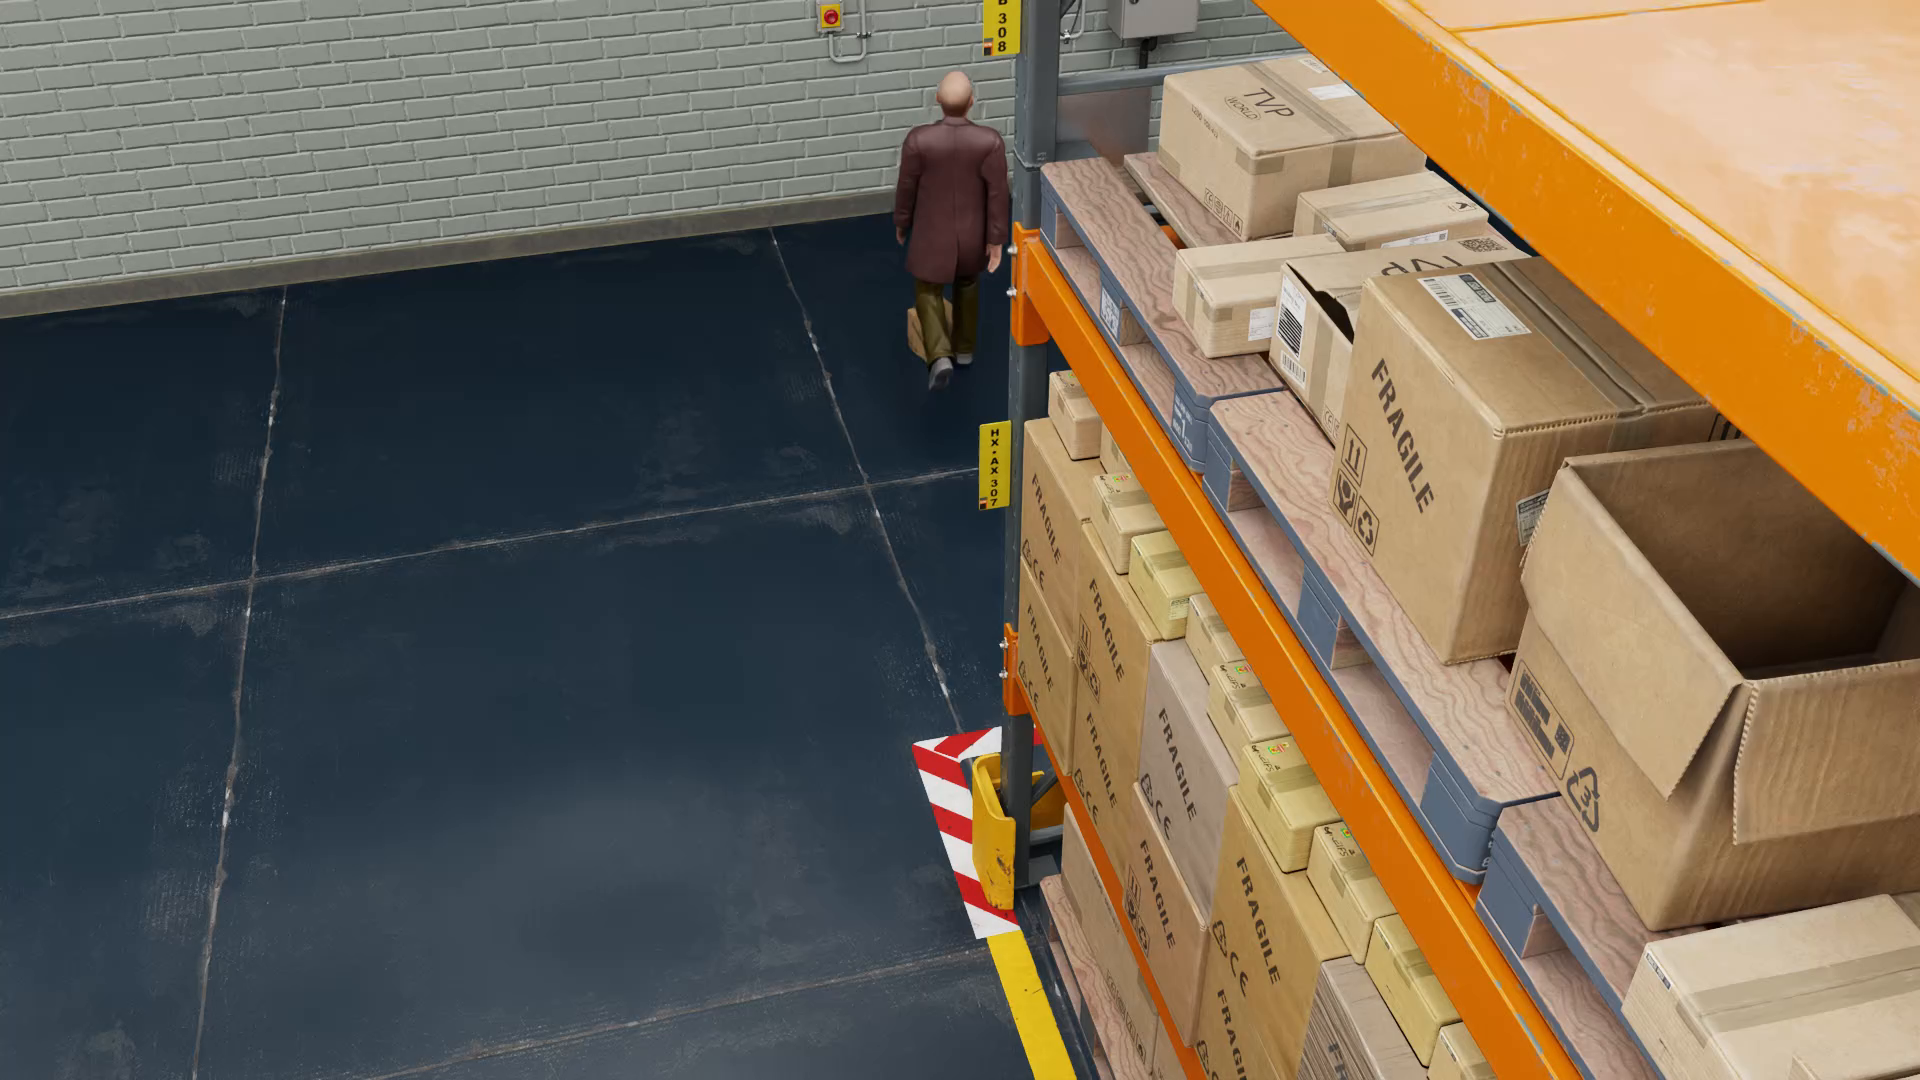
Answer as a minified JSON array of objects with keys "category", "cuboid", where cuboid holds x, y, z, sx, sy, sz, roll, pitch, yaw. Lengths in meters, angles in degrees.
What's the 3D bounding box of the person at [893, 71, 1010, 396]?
[{"category":"person","cuboid":[-0.046,-1.611,8.795,0.595,1.730,0.921,-4,38,-6]}]
